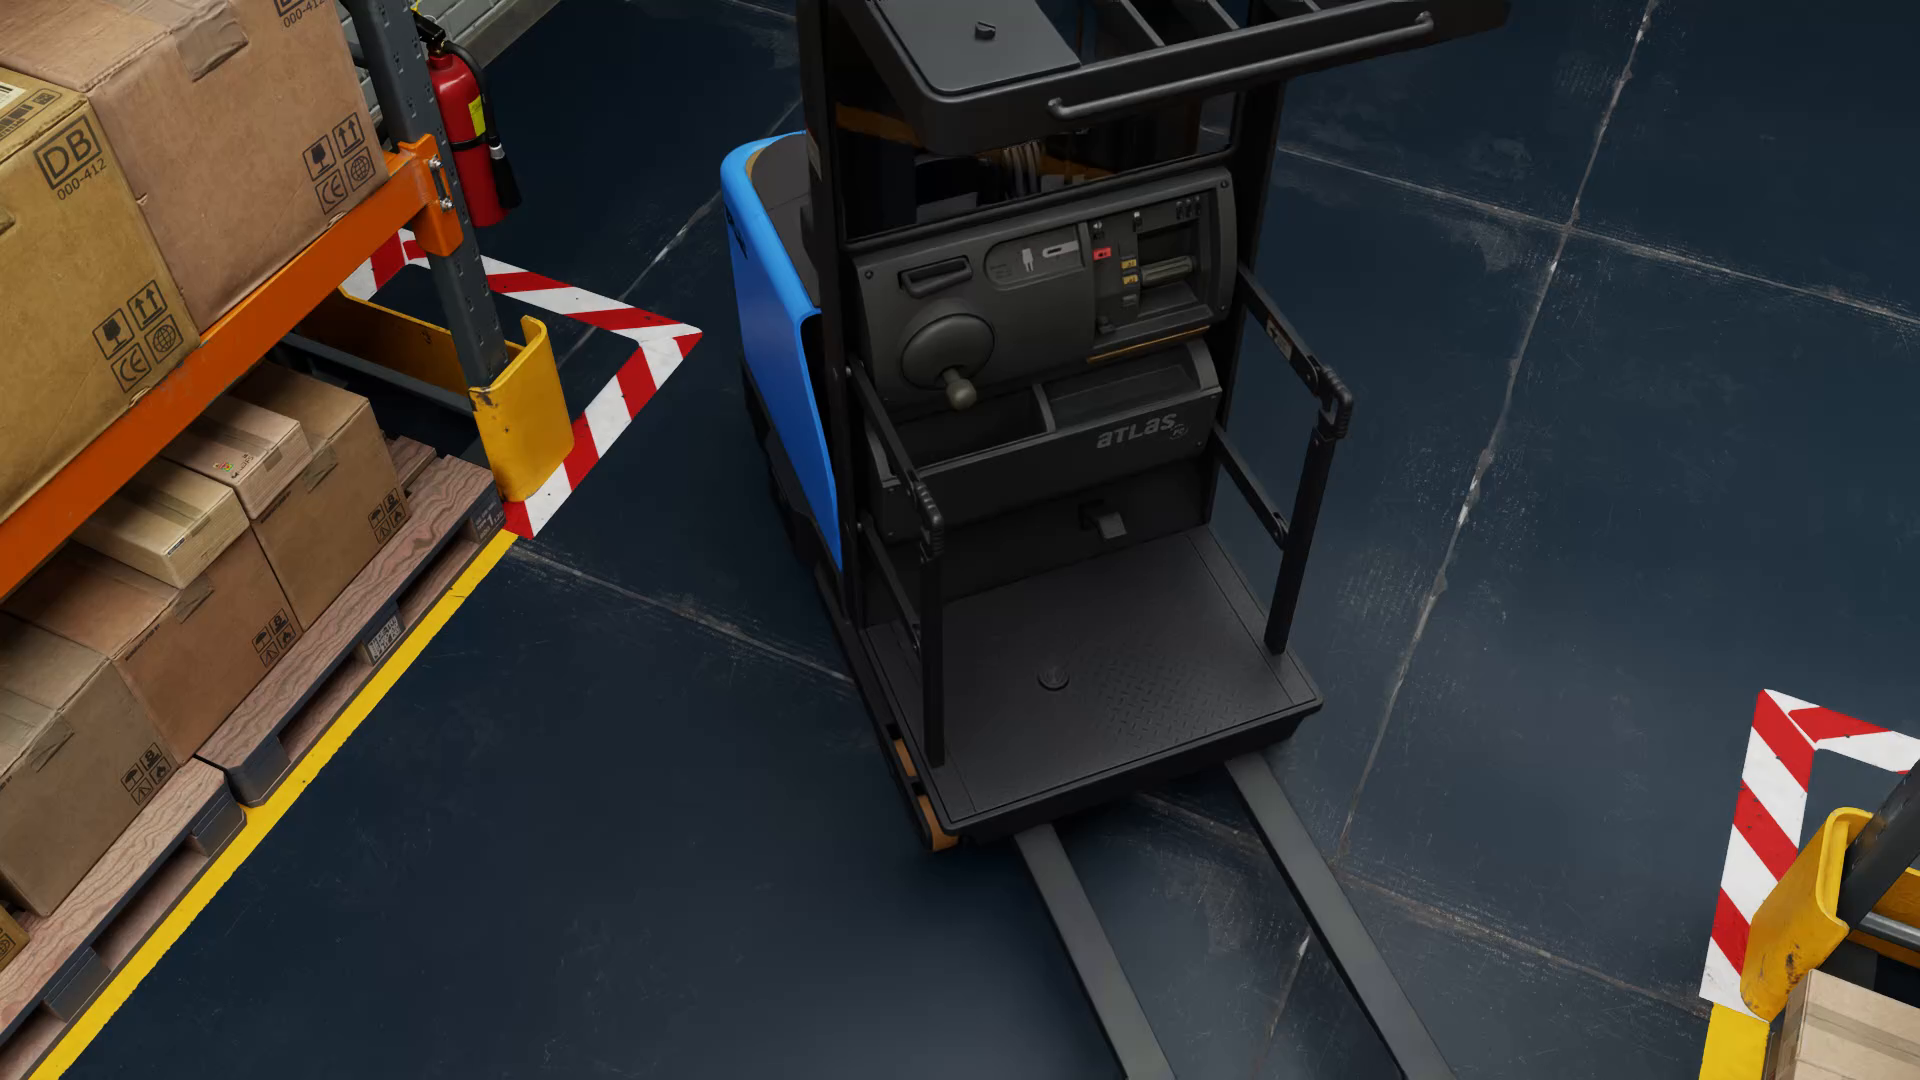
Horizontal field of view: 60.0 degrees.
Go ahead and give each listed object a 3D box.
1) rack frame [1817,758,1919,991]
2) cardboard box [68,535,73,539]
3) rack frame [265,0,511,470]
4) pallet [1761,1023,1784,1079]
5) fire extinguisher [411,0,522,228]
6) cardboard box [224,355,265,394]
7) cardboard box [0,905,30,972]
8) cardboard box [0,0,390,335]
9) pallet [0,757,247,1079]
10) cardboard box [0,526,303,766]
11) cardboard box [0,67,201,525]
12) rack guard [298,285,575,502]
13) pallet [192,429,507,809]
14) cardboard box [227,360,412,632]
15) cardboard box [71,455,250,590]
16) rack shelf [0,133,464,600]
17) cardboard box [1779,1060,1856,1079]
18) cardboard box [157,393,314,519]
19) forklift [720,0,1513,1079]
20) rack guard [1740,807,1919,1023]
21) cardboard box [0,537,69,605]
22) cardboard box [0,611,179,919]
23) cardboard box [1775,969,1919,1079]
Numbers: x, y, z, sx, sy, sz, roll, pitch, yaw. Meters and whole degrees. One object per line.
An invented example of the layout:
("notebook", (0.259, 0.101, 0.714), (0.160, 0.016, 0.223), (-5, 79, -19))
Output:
("rack frame", (2.611, 0.241, 3.076), (1.000, 3.000, 0.127), (20, 52, 16))
("cardboard box", (-2.421, -0.192, 4.384), (0.380, 0.149, 0.250), (20, 52, 16))
("rack frame", (-1.869, -1.368, 4.445), (1.000, 3.000, 0.127), (20, 52, 16))
("pallet", (2.239, 1.746, 3.626), (1.003, 0.211, 1.213), (20, 52, 16))
("fire extinguisher", (-1.387, -1.176, 4.577), (0.296, 0.674, 0.183), (20, 52, 16))
("cardboard box", (-2.205, -0.541, 4.681), (0.380, 0.149, 0.250), (20, 53, 16))
("cardboard box", (-2.727, 0.881, 3.897), (0.700, 0.500, 0.500), (21, 53, 17))
("cardboard box", (-2.078, -1.111, 4.029), (0.980, 0.700, 0.700), (22, 53, 18))
("pallet", (-2.662, 0.948, 4.305), (1.003, 0.211, 1.213), (20, 52, 16))
("cardboard box", (-2.291, 0.165, 4.506), (0.700, 0.500, 0.500), (20, 52, 16))
("cardboard box", (-2.379, -0.607, 3.600), (0.980, 0.700, 0.700), (19, 52, 16))
("rack guard", (-1.859, -0.575, 5.411), (1.175, 0.500, 0.348), (20, 52, 16))
("pallet", (-2.140, 0.111, 5.017), (1.003, 0.211, 1.213), (20, 52, 16))
("cardboard box", (-2.078, -0.180, 4.799), (0.700, 0.500, 0.500), (20, 52, 16))
("cardboard box", (-2.076, -0.066, 4.276), (0.380, 0.149, 0.250), (21, 53, 17))
("rack shelf", (-2.724, 0.242, 3.547), (1.077, 0.370, 4.000), (20, 52, 16))
("cardboard box", (2.015, 1.365, 3.690), (0.380, 0.166, 0.250), (20, 52, 16))
("cardboard box", (-1.968, -0.242, 4.426), (0.380, 0.149, 0.250), (19, 52, 16))
("forklift", (0.297, -0.476, 3.731), (1.130, 2.935, 3.031), (-17, 52, -14))
("rack guard", (2.579, 1.103, 3.983), (1.175, 0.500, 0.348), (20, 52, 16))
("cardboard box", (-2.528, -0.020, 4.237), (0.380, 0.149, 0.250), (20, 53, 16))
("cardboard box", (-2.506, 0.511, 4.211), (0.700, 0.500, 0.500), (18, 52, 15))
("cardboard box", (2.122, 1.199, 3.844), (0.380, 0.149, 0.250), (20, 52, 16))
